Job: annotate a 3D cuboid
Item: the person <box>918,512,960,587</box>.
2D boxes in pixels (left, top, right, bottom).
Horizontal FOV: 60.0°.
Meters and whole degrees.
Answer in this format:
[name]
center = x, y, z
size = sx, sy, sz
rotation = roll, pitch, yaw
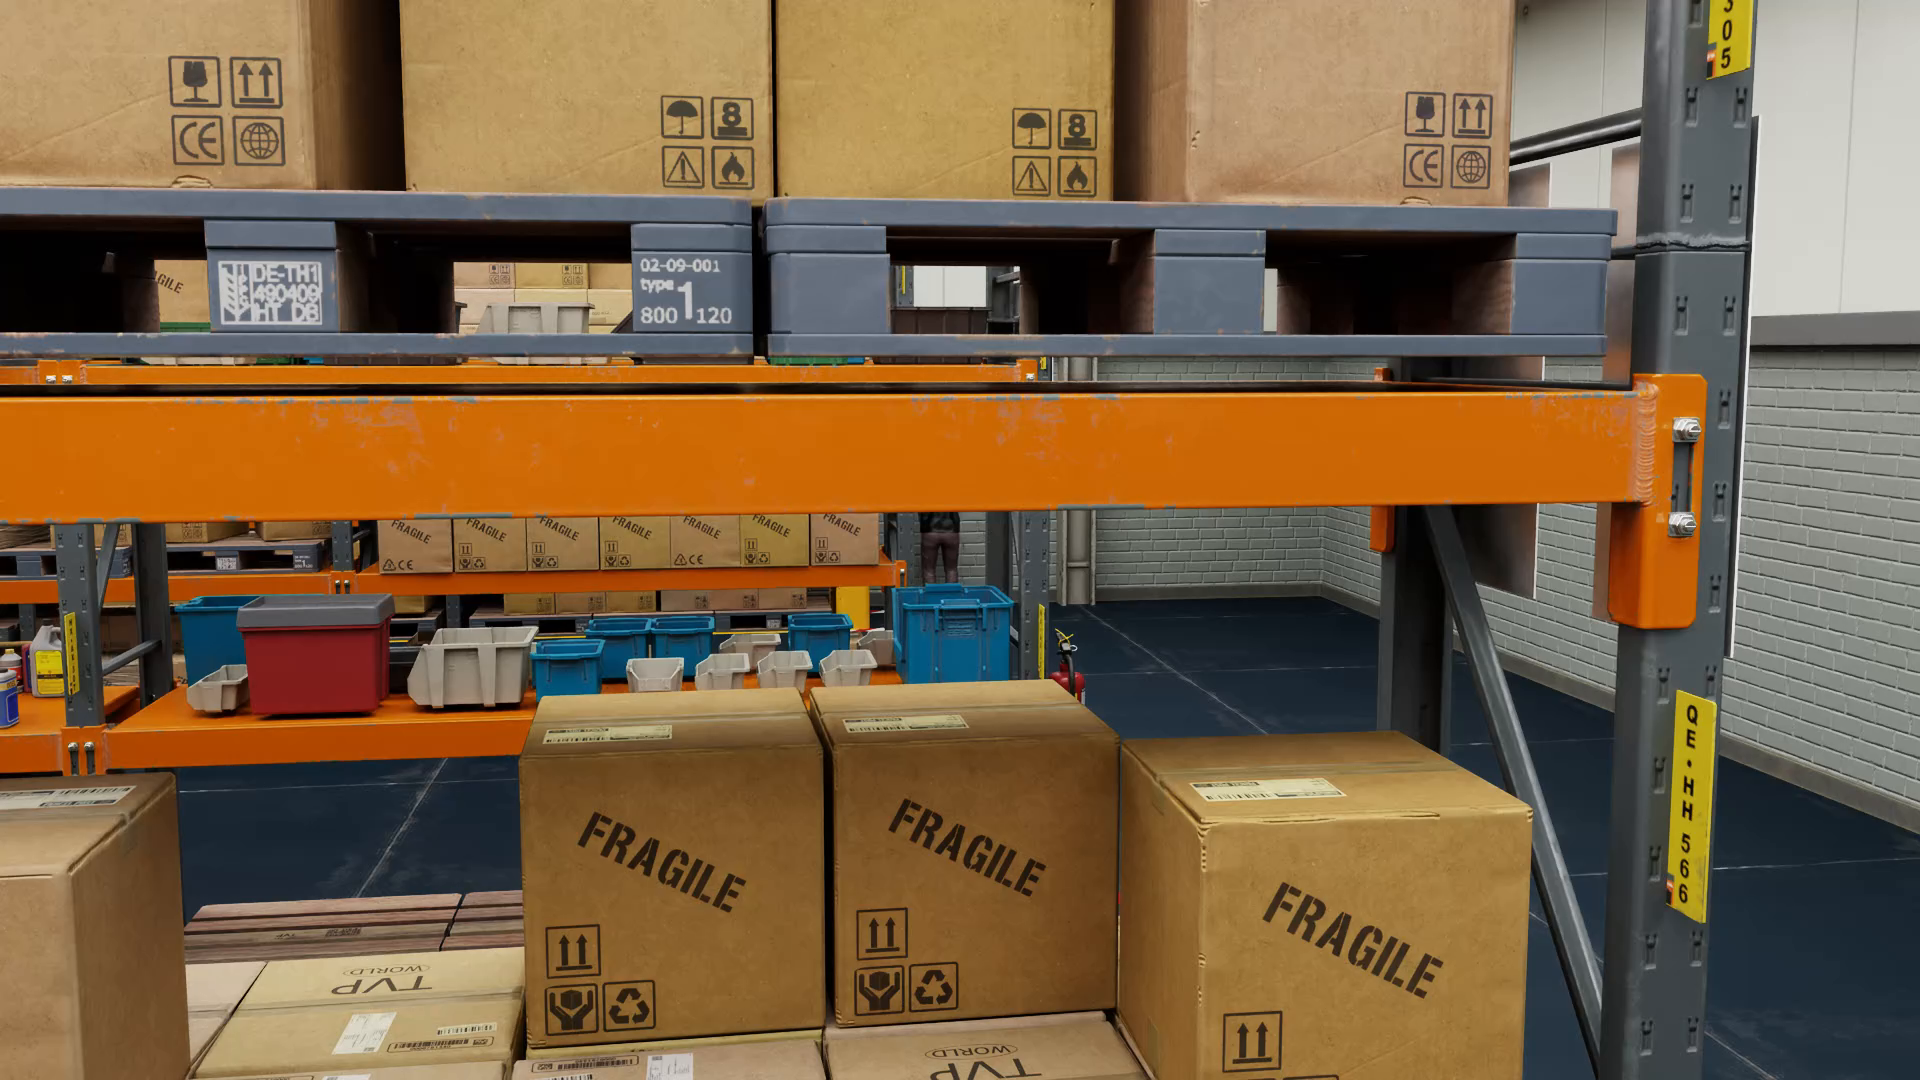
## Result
[person]
center = -0.250, -0.009, 18.276
size = 0.494, 1.637, 0.551
rotation = -1, 7, -11
